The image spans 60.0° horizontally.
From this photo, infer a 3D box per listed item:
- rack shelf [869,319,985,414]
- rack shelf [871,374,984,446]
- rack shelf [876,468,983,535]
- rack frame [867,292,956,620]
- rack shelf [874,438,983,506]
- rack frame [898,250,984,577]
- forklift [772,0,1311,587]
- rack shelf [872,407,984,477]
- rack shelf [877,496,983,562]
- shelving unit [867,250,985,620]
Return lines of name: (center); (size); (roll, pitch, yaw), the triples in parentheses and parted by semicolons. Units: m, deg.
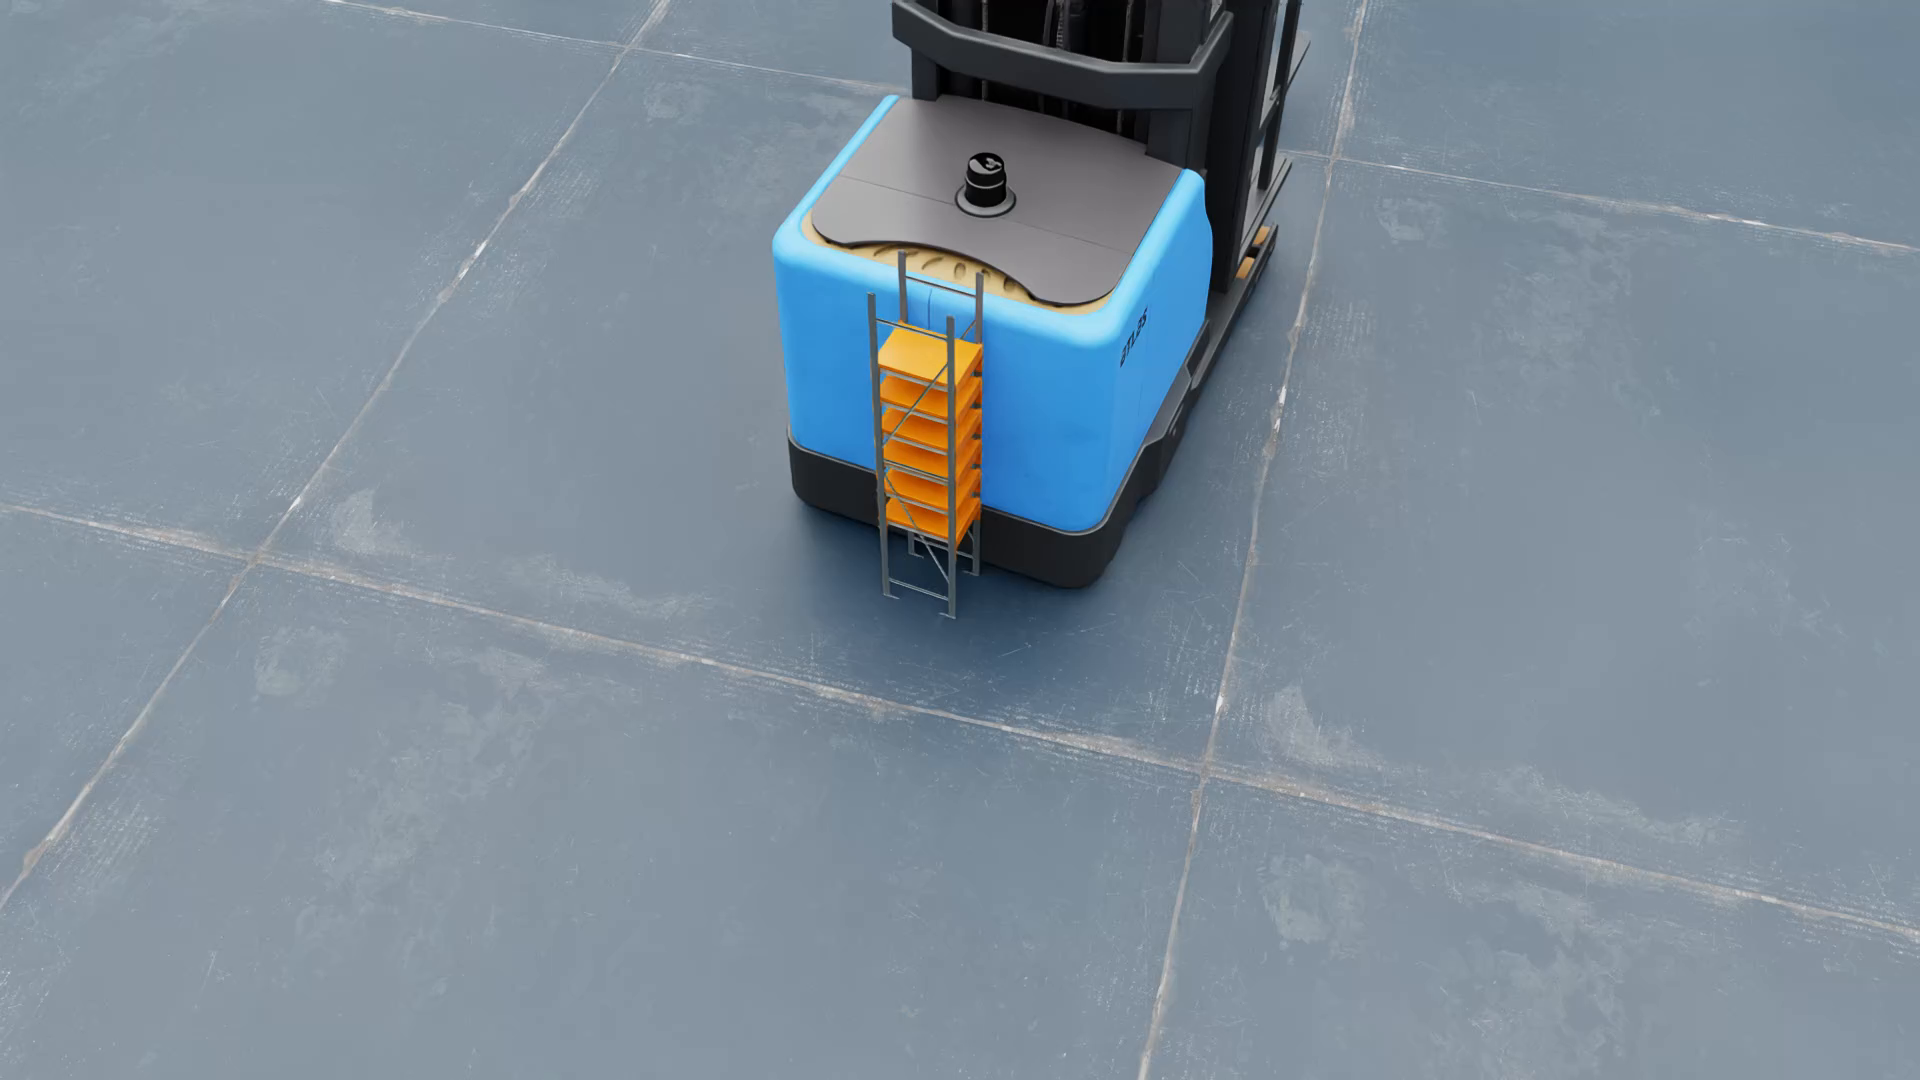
rack shelf: (-0.087, -0.465, 4.439); (0.258, 0.103, 0.180); (18, 51, 15)
rack shelf: (-0.087, -0.385, 4.529); (0.258, 0.103, 0.180); (18, 51, 15)
rack shelf: (-0.087, -0.147, 4.799); (0.258, 0.103, 0.180); (18, 51, 15)
rack frame: (-0.124, -0.193, 4.620); (0.240, 1.200, 0.006); (18, 51, 15)
rack shelf: (-0.087, -0.227, 4.709); (0.258, 0.103, 0.180); (18, 51, 15)
rack frame: (-0.051, -0.319, 4.731); (0.240, 1.200, 0.006); (18, 51, 15)
forklift: (0.516, -1.950, 5.016); (1.130, 2.935, 3.031); (18, 51, 15)
rack shelf: (-0.087, -0.306, 4.619); (0.258, 0.103, 0.180); (18, 51, 15)
rack shelf: (-0.087, -0.068, 4.889); (0.258, 0.103, 0.180); (18, 51, 15)
shelving unit: (-0.087, -0.256, 4.676); (0.258, 1.200, 0.189); (18, 51, 15)
